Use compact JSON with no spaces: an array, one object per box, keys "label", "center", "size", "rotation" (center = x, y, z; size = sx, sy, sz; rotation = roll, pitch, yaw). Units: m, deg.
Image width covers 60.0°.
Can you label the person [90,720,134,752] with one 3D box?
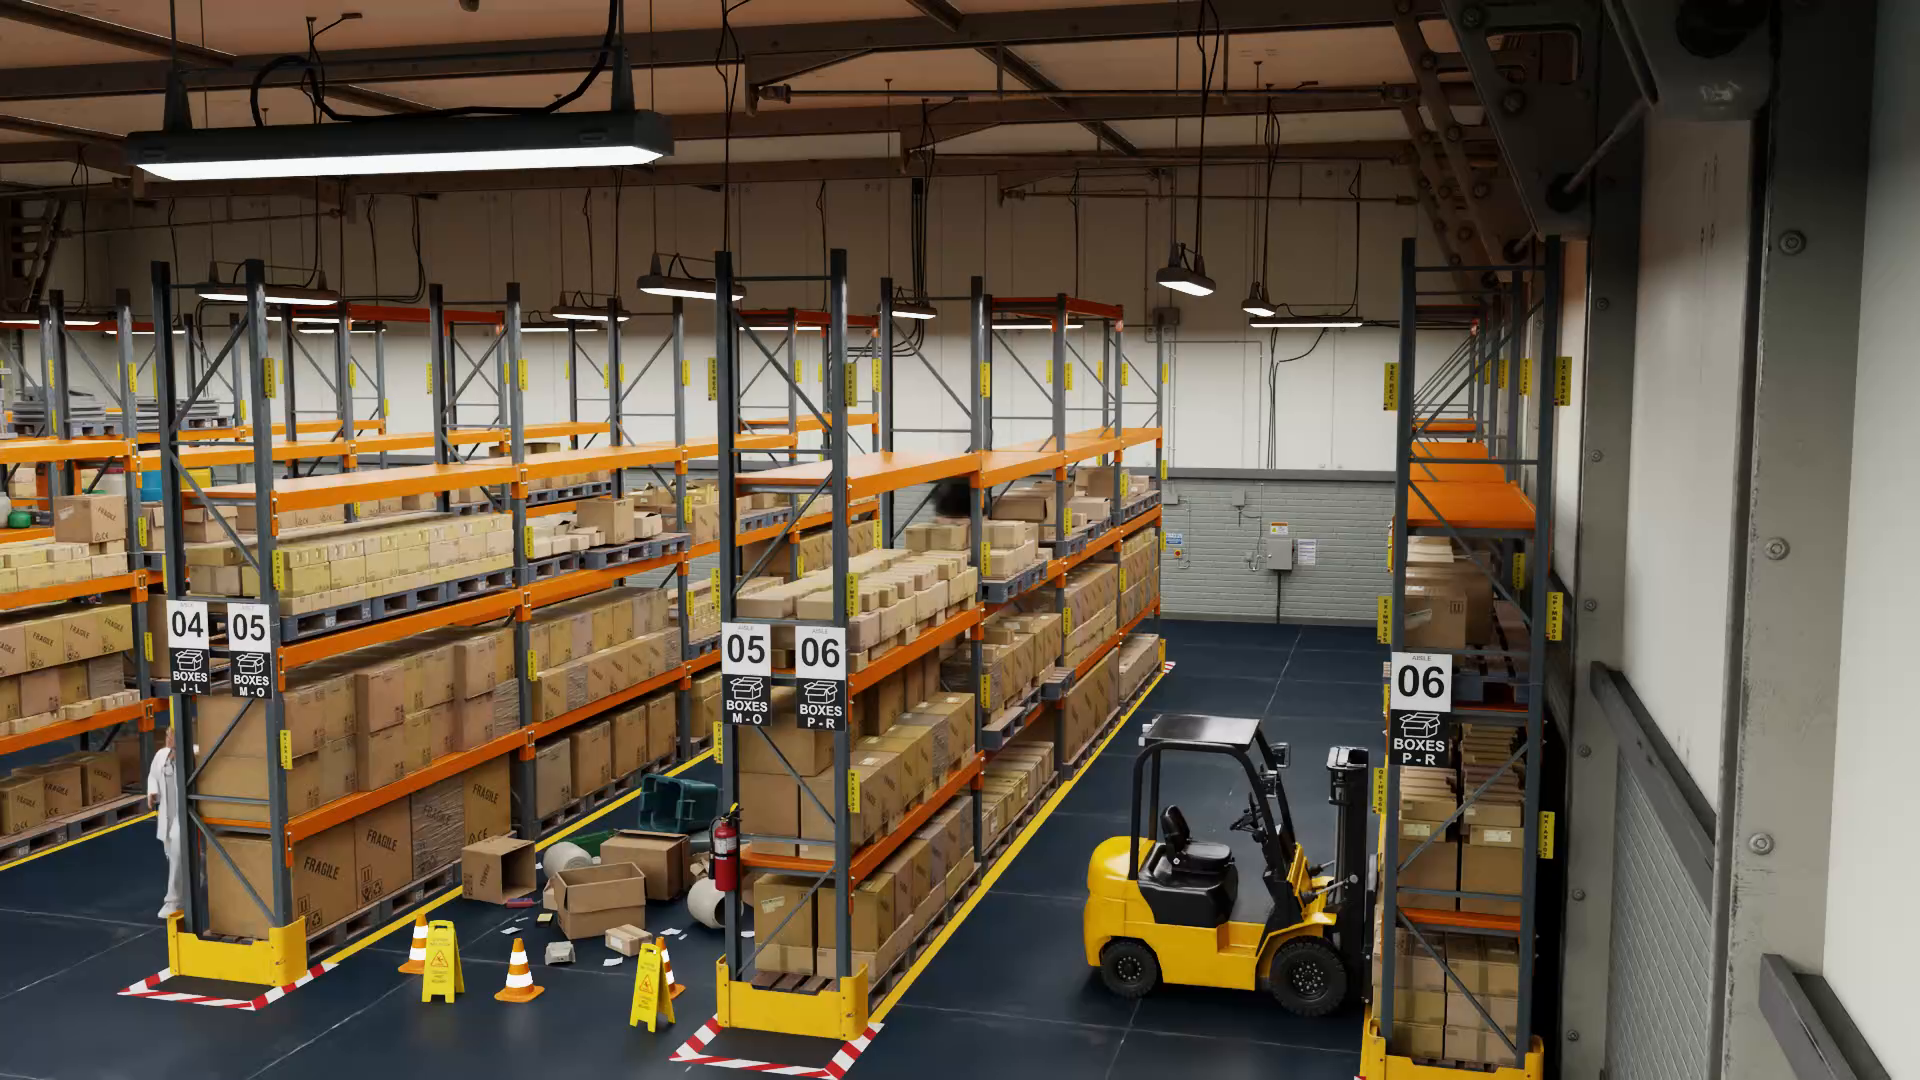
[{"label":"person","center":[-10.920,2.025,21.365],"size":[0.664,1.785,0.690],"rotation":[1,6,11]}]

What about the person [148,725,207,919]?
[{"label":"person","center":[-7.402,2.713,15.883],"size":[0.730,1.587,0.898],"rotation":[1,6,12]}]
